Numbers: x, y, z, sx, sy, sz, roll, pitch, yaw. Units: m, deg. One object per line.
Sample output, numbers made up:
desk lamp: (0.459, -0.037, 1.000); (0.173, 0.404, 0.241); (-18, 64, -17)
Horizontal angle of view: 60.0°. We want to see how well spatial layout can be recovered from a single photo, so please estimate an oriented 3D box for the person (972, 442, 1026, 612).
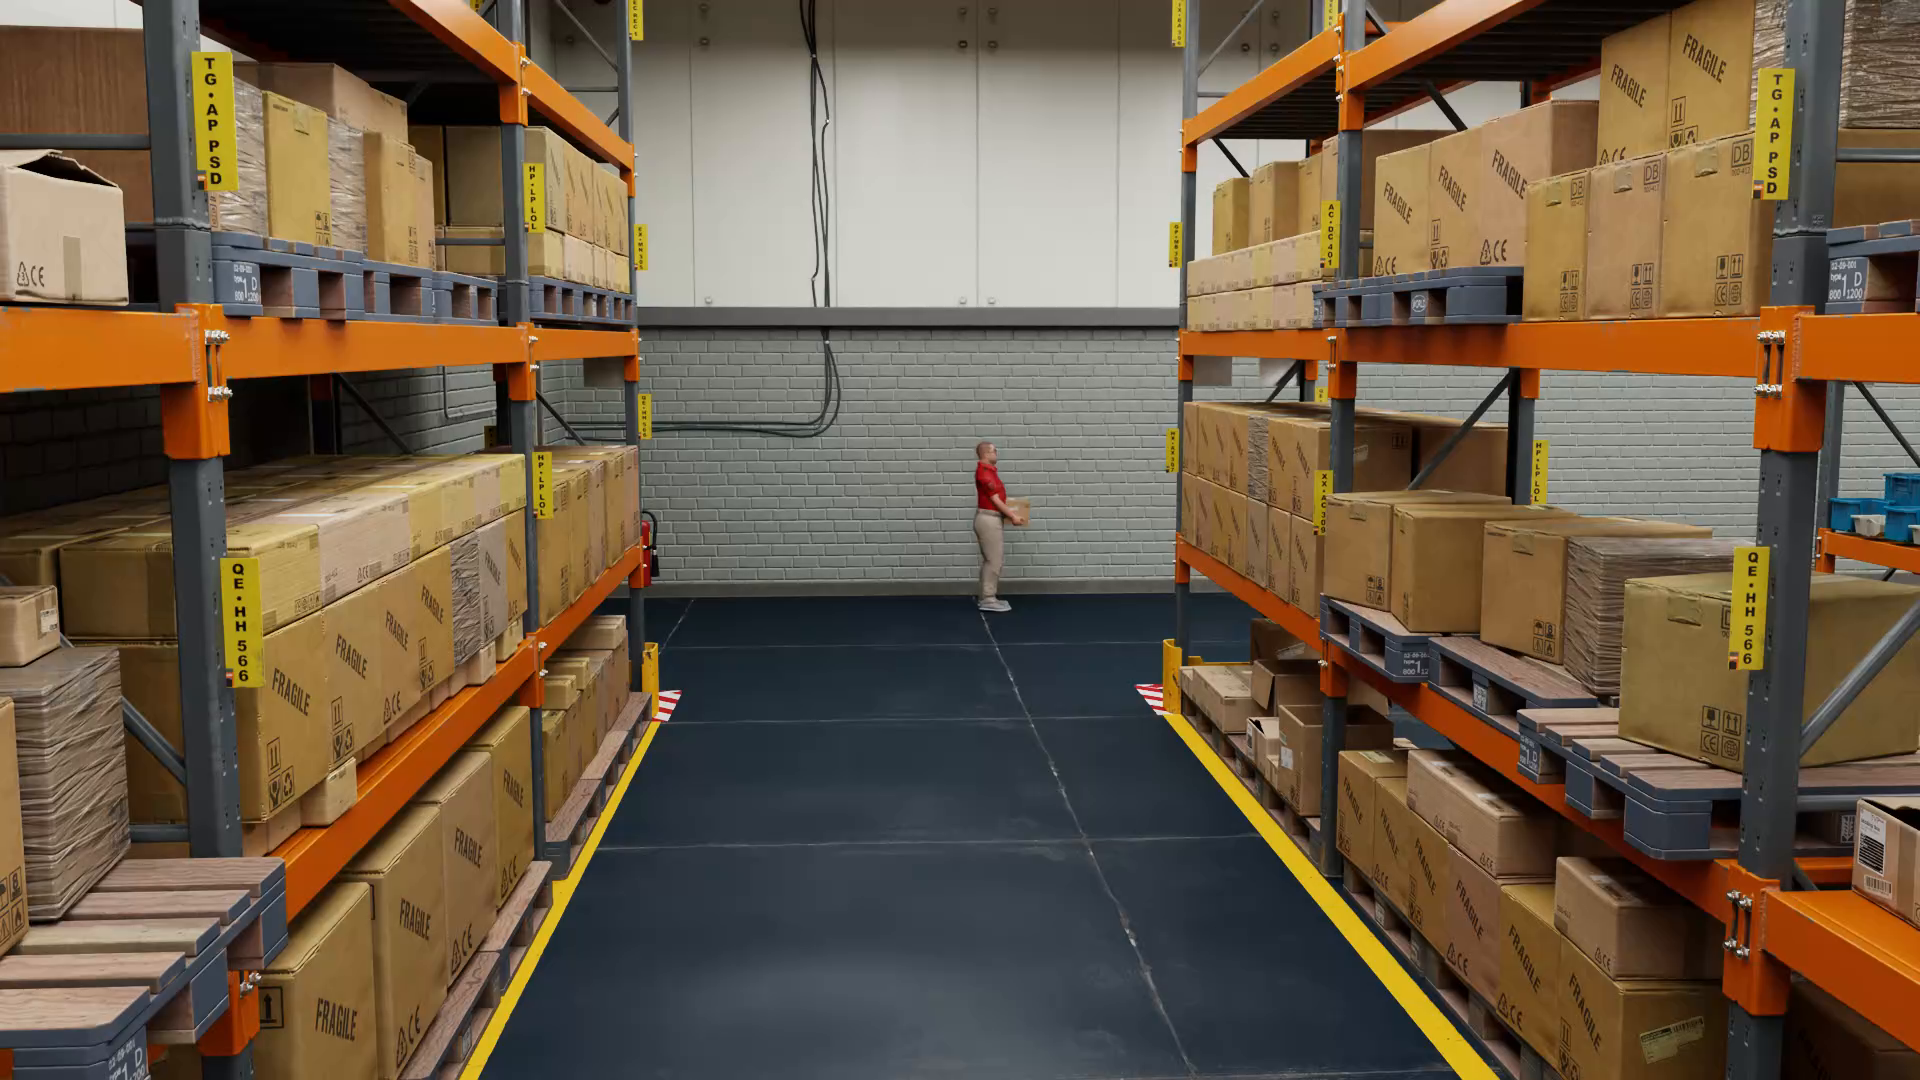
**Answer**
person: (0.397, -0.147, 17.050); (0.533, 1.722, 0.509); (0, 7, -4)
